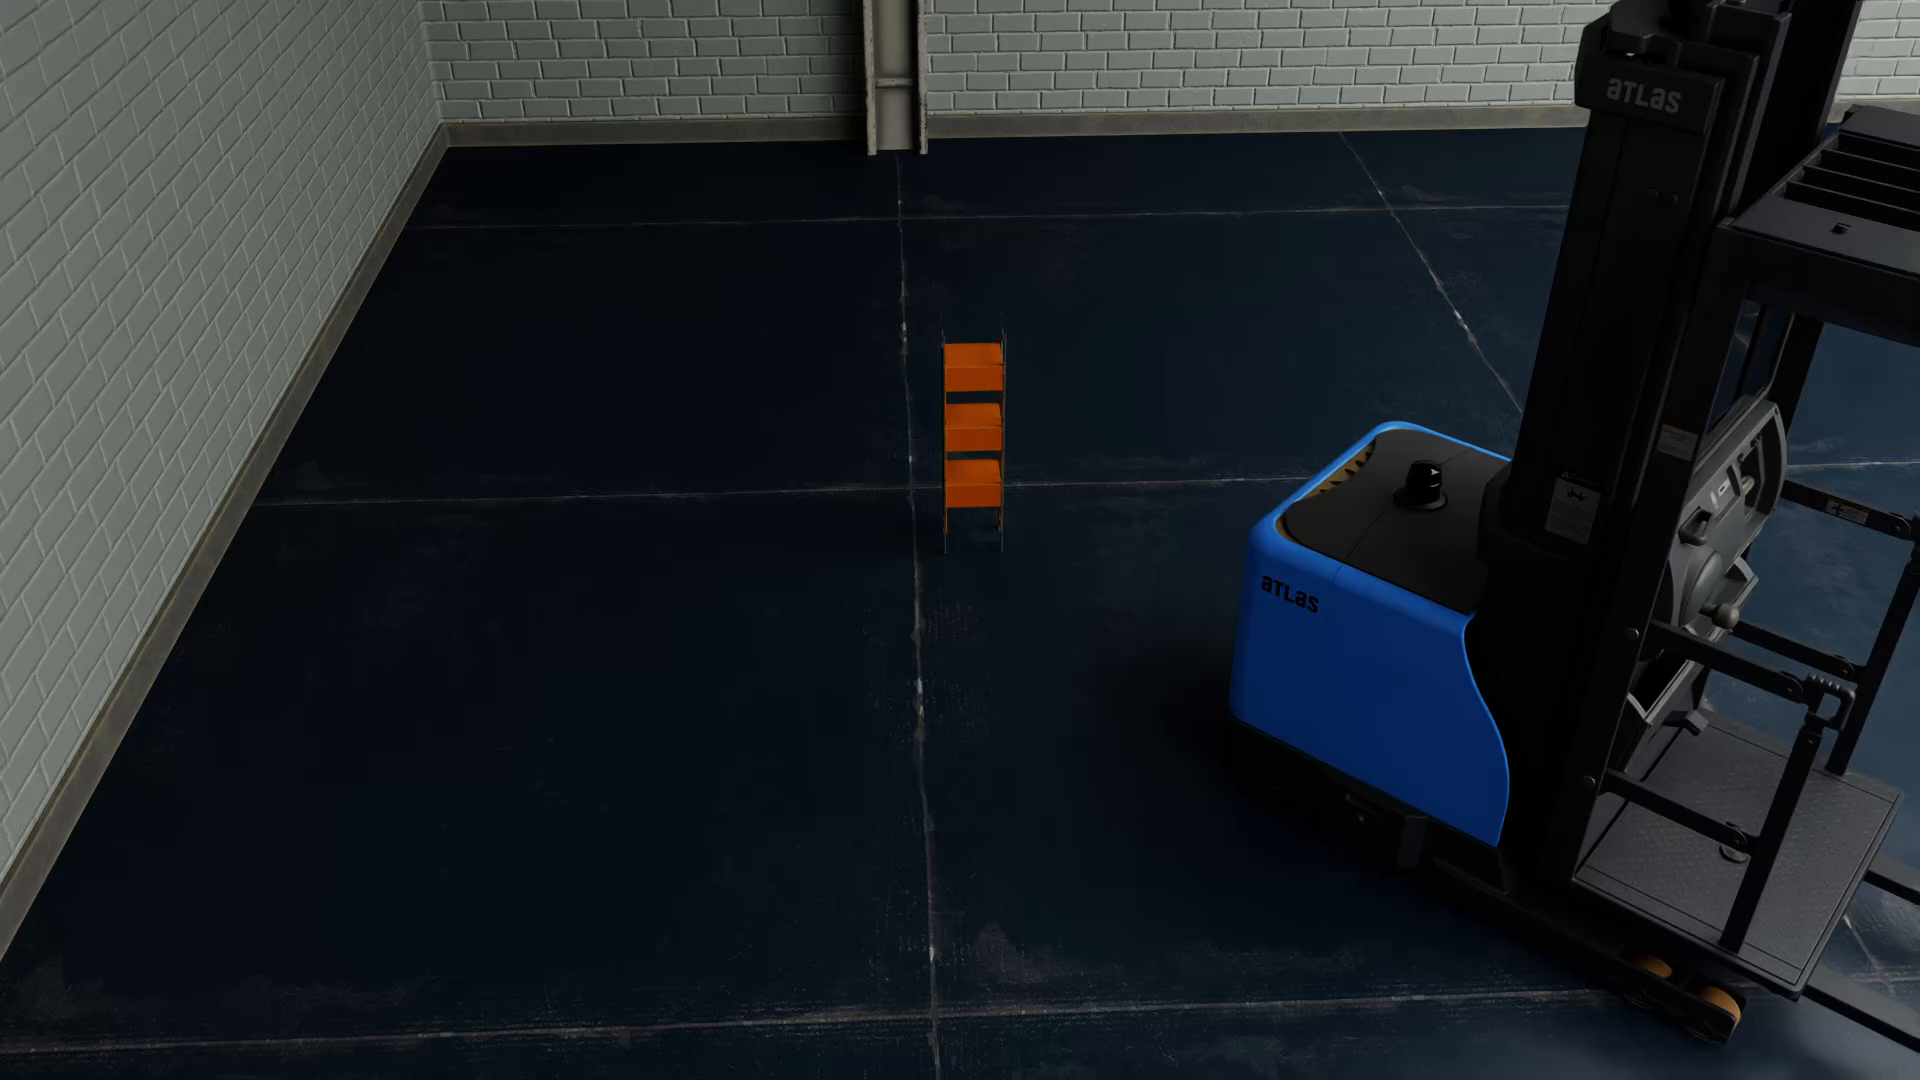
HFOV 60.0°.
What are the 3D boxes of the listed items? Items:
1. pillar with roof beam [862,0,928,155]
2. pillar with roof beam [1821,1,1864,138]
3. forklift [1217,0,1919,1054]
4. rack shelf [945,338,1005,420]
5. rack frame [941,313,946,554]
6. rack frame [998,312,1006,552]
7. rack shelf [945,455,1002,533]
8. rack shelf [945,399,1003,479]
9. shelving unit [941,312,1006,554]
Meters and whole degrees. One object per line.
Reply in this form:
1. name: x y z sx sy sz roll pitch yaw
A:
1. pillar with roof beam: -0.214 -3.869 4.932 0.400 9.000 9.100 -2 35 -2
2. pillar with roof beam: 5.780 -4.030 5.166 0.400 9.000 9.100 -2 35 -2
3. forklift: 2.380 -0.026 4.712 3.031 2.935 1.130 26 42 32
4. rack shelf: 0.053 -0.658 6.798 0.240 0.259 0.215 -2 35 -2
5. rack frame: -0.068 -0.430 6.949 0.008 1.050 0.200 -2 35 -2
6. rack frame: 0.175 -0.436 6.958 0.008 1.050 0.200 -2 35 -2
7. rack shelf: 0.053 -0.196 7.117 0.240 0.259 0.215 -2 35 -2
8. rack shelf: 0.053 -0.424 6.959 0.240 0.259 0.215 -2 35 -2
9. shelving unit: 0.053 -0.433 6.953 0.252 1.050 0.215 -2 35 -2
